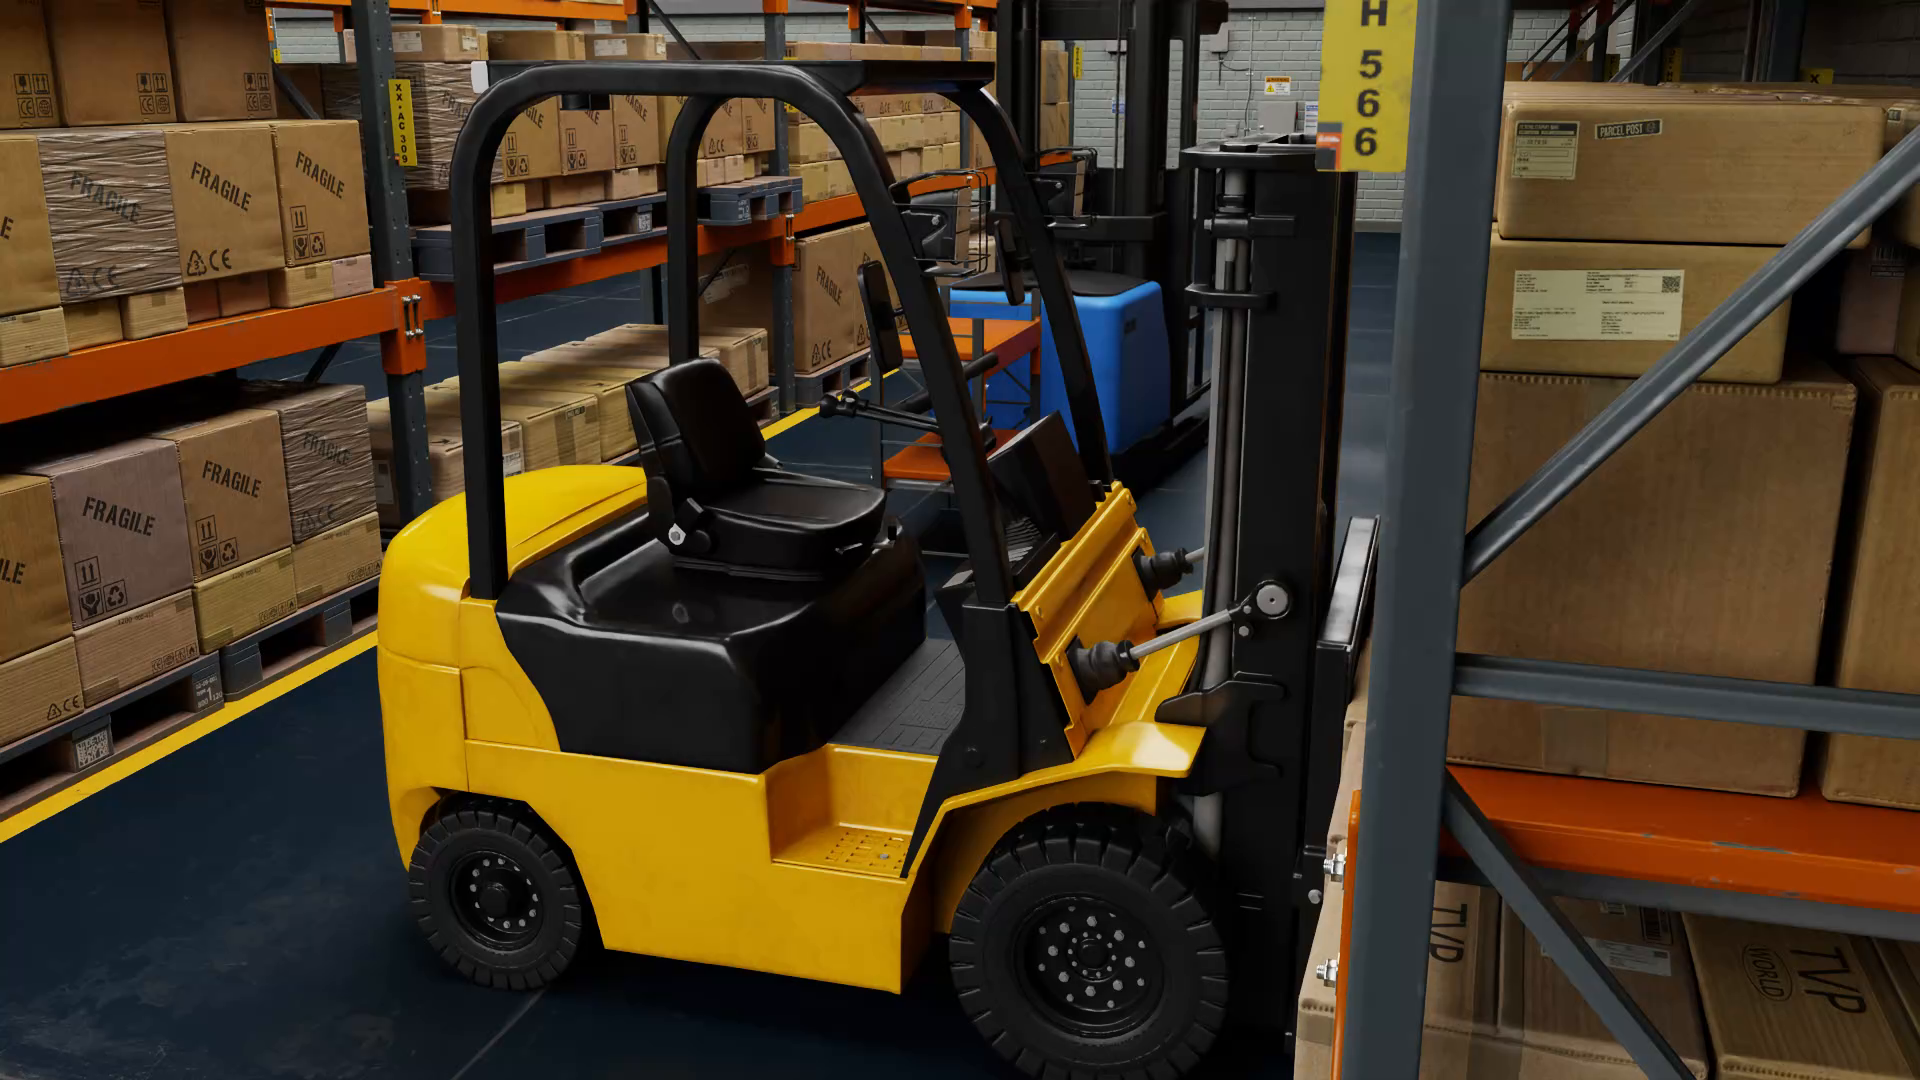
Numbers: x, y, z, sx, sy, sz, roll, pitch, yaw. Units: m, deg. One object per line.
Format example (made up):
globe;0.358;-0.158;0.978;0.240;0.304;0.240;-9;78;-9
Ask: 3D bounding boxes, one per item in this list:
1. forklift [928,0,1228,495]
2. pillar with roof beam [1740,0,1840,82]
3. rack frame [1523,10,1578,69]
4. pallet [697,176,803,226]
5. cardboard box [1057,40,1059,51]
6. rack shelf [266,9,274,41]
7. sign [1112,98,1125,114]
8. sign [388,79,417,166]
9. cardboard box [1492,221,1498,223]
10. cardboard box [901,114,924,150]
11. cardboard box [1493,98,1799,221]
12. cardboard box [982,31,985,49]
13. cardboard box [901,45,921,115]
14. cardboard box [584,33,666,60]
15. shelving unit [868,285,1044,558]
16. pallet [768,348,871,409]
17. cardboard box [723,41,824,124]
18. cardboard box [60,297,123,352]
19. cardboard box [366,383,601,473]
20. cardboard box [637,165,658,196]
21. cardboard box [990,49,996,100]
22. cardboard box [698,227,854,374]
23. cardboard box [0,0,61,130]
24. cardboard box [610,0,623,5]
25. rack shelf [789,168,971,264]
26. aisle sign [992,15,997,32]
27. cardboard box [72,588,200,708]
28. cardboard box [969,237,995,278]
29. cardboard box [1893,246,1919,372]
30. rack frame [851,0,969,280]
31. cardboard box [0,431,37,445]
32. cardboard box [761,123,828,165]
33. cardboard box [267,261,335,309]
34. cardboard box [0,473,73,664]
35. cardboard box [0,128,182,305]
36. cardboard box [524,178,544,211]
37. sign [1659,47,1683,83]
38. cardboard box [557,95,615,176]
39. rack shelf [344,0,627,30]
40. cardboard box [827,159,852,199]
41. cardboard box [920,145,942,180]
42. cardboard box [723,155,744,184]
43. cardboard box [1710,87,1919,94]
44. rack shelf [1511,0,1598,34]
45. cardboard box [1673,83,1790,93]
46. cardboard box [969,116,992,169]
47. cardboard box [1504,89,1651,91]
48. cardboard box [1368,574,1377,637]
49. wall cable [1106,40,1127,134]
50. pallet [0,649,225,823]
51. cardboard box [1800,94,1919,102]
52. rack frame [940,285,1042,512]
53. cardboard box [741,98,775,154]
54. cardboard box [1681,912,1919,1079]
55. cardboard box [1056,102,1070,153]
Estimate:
forklift;0.834;-1.953;9.342;1.130;2.935;3.031;6;17;21
pillar with roof beam;-0.430;-4.718;7.974;9.100;9.000;0.400;5;16;16
rack frame;5.477;-4.002;16.443;1.000;3.000;0.127;5;16;16
pallet;-1.657;-2.006;9.758;1.213;0.211;1.003;5;16;16
cardboard box;0.807;-5.118;17.173;0.380;0.149;0.250;5;17;17
rack shelf;-9.353;-5.729;18.350;1.077;0.370;4.000;5;16;16
sign;2.268;-6.013;23.037;0.327;0.218;0.001;5;16;16
sign;-2.171;-1.623;6.469;0.100;0.325;0.005;5;16;16
cardboard box;0.804;-0.358;2.223;0.380;0.149;0.250;5;17;17
cardboard box;-0.588;-3.107;12.644;0.500;0.250;0.500;5;17;17
cardboard box;0.870;-0.497;2.166;0.380;0.149;0.250;5;16;16
cardboard box;0.008;-4.382;14.577;0.380;0.149;0.250;4;16;15
cardboard box;-0.609;-3.466;12.535;0.500;0.500;0.500;5;17;18
cardboard box;-1.751;-2.549;8.632;0.380;0.149;0.250;4;16;13
shelving unit;0.002;-0.543;7.682;0.538;1.125;1.048;5;16;16
pallet;-1.260;-1.152;11.505;1.003;0.211;1.213;5;16;16
cardboard box;-1.182;-2.933;10.656;0.500;0.500;0.500;4;16;14
cardboard box;-2.879;-0.688;5.217;0.380;0.149;0.250;4;16;15
cardboard box;-2.346;-0.510;8.178;0.950;0.372;0.625;6;17;19
cardboard box;-1.789;-1.859;8.577;0.380;0.149;0.250;4;16;14
cardboard box;0.097;-4.106;14.794;0.500;0.500;0.500;4;16;15
cardboard box;-1.281;-1.647;11.265;0.875;0.875;0.875;4;16;15
cardboard box;-3.361;-1.560;5.270;0.700;0.500;0.500;4;16;15
cardboard box;-3.933;-5.975;18.176;0.500;0.250;0.500;4;16;15
rack shelf;-0.988;-2.471;12.361;1.077;0.370;4.000;5;16;16
aisle sign;0.459;-5.678;17.588;0.394;0.787;0.004;5;16;16
cardboard box;-2.894;0.322;5.466;0.500;0.250;0.500;5;17;17
cardboard box;-0.139;-2.465;14.949;0.875;0.438;0.875;4;16;15
cardboard box;1.275;-0.245;1.825;0.380;0.149;0.250;4;16;14
rack frame;-0.420;-3.340;14.107;1.000;3.000;0.127;5;16;16
cardboard box;-3.410;-0.077;5.499;0.500;0.500;0.500;6;17;19
cardboard box;-1.176;-2.575;10.770;0.500;0.250;0.500;5;16;15
cardboard box;-2.557;-0.952;6.151;0.380;0.149;0.250;5;17;17
cardboard box;-3.035;0.096;4.889;0.500;0.500;0.500;5;17;17
cardboard box;-2.864;-1.031;5.240;0.500;0.500;0.500;5;17;17
cardboard box;-2.147;-1.593;7.639;0.380;0.149;0.250;6;17;19
sign;3.737;-2.424;8.758;0.100;0.325;0.005;5;16;16
cardboard box;-1.990;-2.000;7.885;0.500;0.500;0.500;5;16;16
rack shelf;-4.626;-5.318;16.901;1.077;0.370;4.000;5;16;16
cardboard box;-1.047;-2.465;11.299;0.500;0.250;0.500;4;16;14
cardboard box;-0.451;-2.998;13.176;0.500;0.250;0.500;4;16;15
cardboard box;-1.460;-2.125;9.516;0.380;0.149;0.250;4;16;15
cardboard box;1.769;-0.863;3.457;0.380;0.149;0.250;5;17;17
rack shelf;4.909;-4.576;14.287;1.077;0.370;4.000;5;16;16
cardboard box;2.092;-1.127;4.387;0.380;0.149;0.250;4;16;15
cardboard box;-0.035;-3.490;14.455;0.500;0.500;0.500;5;17;18
cardboard box;1.096;-0.771;3.135;0.380;0.149;0.250;5;17;17
cardboard box;1.186;0.280;3.783;0.500;0.250;0.500;4;16;15
wall cable;2.297;-6.367;22.861;0.585;1.953;0.123;5;16;16
pallet;-3.195;0.593;5.351;1.003;0.211;1.213;5;16;16
cardboard box;1.483;-0.591;2.498;0.380;0.149;0.250;5;17;16
rack frame;0.146;-0.676;8.151;0.500;1.125;0.032;5;16;16
cardboard box;-1.419;-2.546;9.811;0.500;0.500;0.500;4;16;14
cardboard box;1.248;0.712;2.258;0.500;0.250;0.500;4;16;15
cardboard box;0.834;-4.288;17.266;0.500;0.500;0.500;5;17;16
